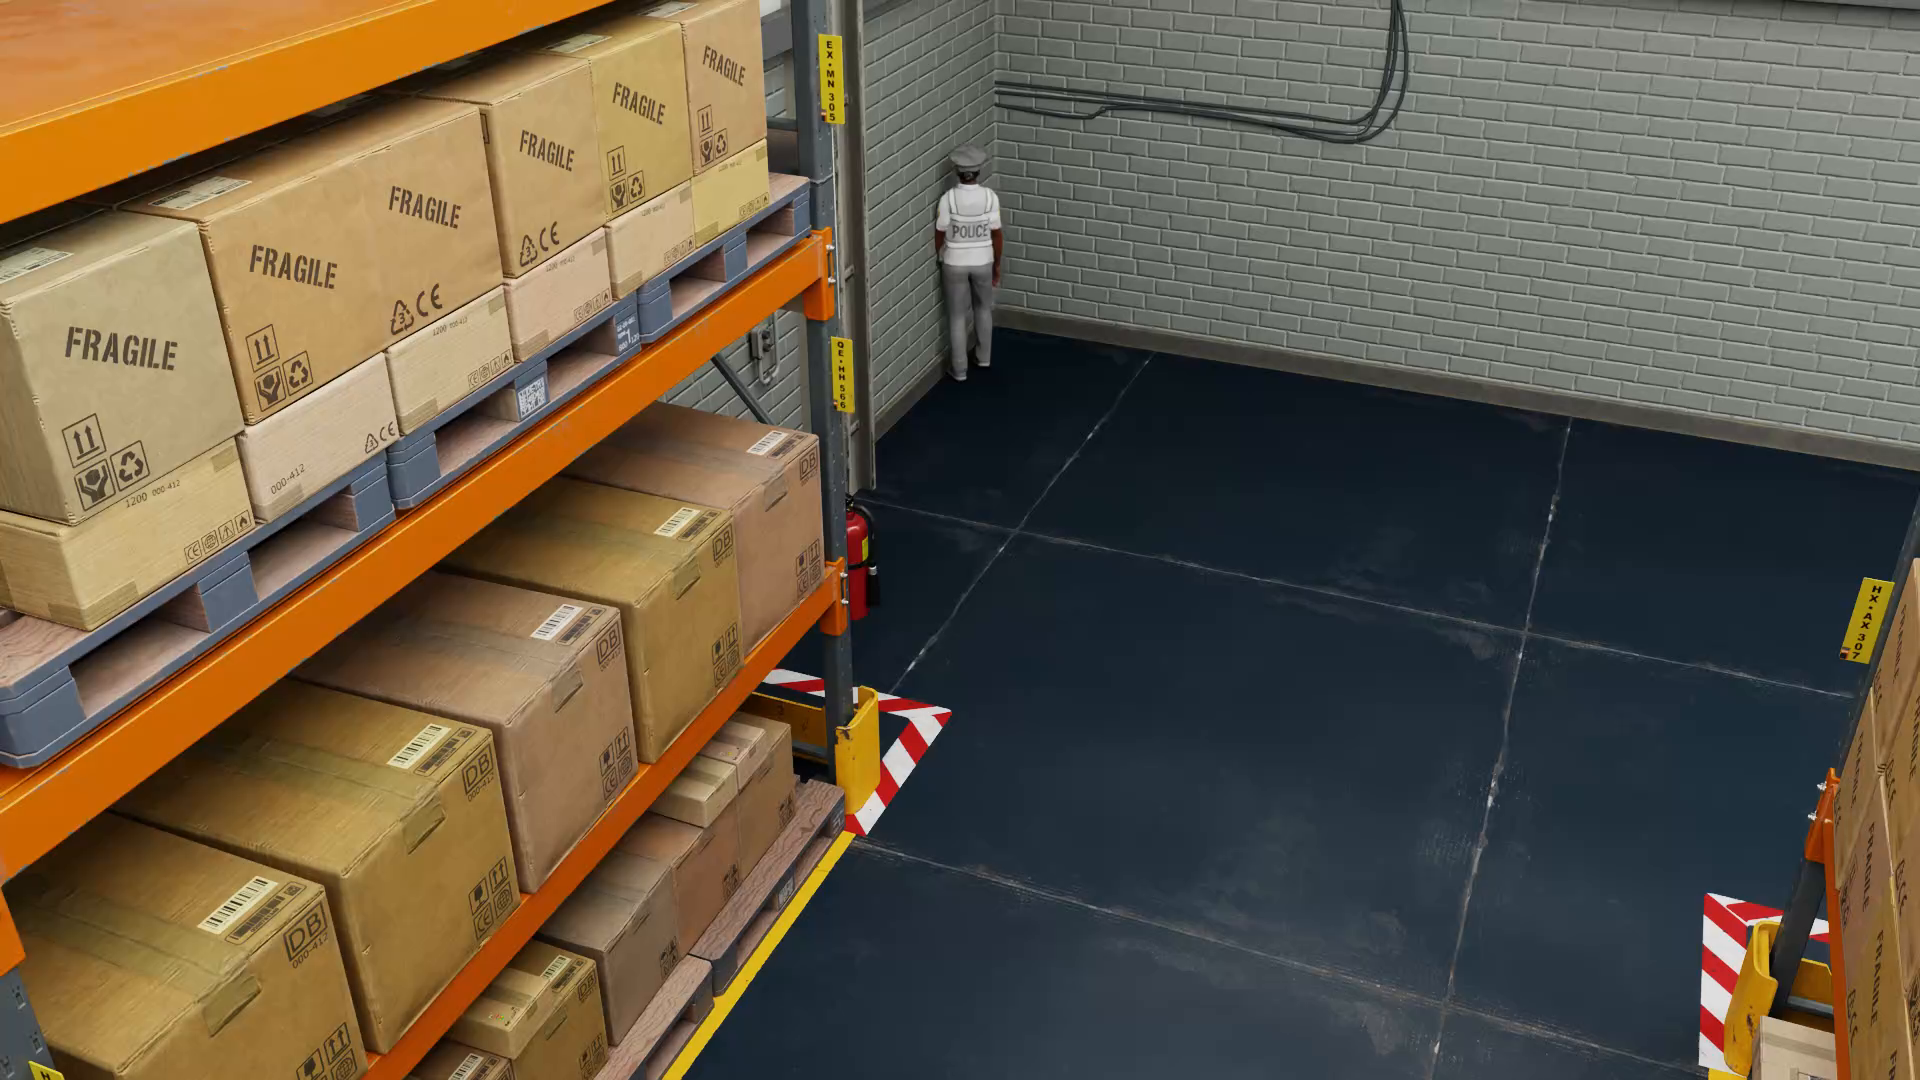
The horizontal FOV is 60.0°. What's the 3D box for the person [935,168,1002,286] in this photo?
[{"bbox_3d":[0.041,-2.232,11.586,0.490,0.990,0.375,-6,30,-11],"label":"person"}]
